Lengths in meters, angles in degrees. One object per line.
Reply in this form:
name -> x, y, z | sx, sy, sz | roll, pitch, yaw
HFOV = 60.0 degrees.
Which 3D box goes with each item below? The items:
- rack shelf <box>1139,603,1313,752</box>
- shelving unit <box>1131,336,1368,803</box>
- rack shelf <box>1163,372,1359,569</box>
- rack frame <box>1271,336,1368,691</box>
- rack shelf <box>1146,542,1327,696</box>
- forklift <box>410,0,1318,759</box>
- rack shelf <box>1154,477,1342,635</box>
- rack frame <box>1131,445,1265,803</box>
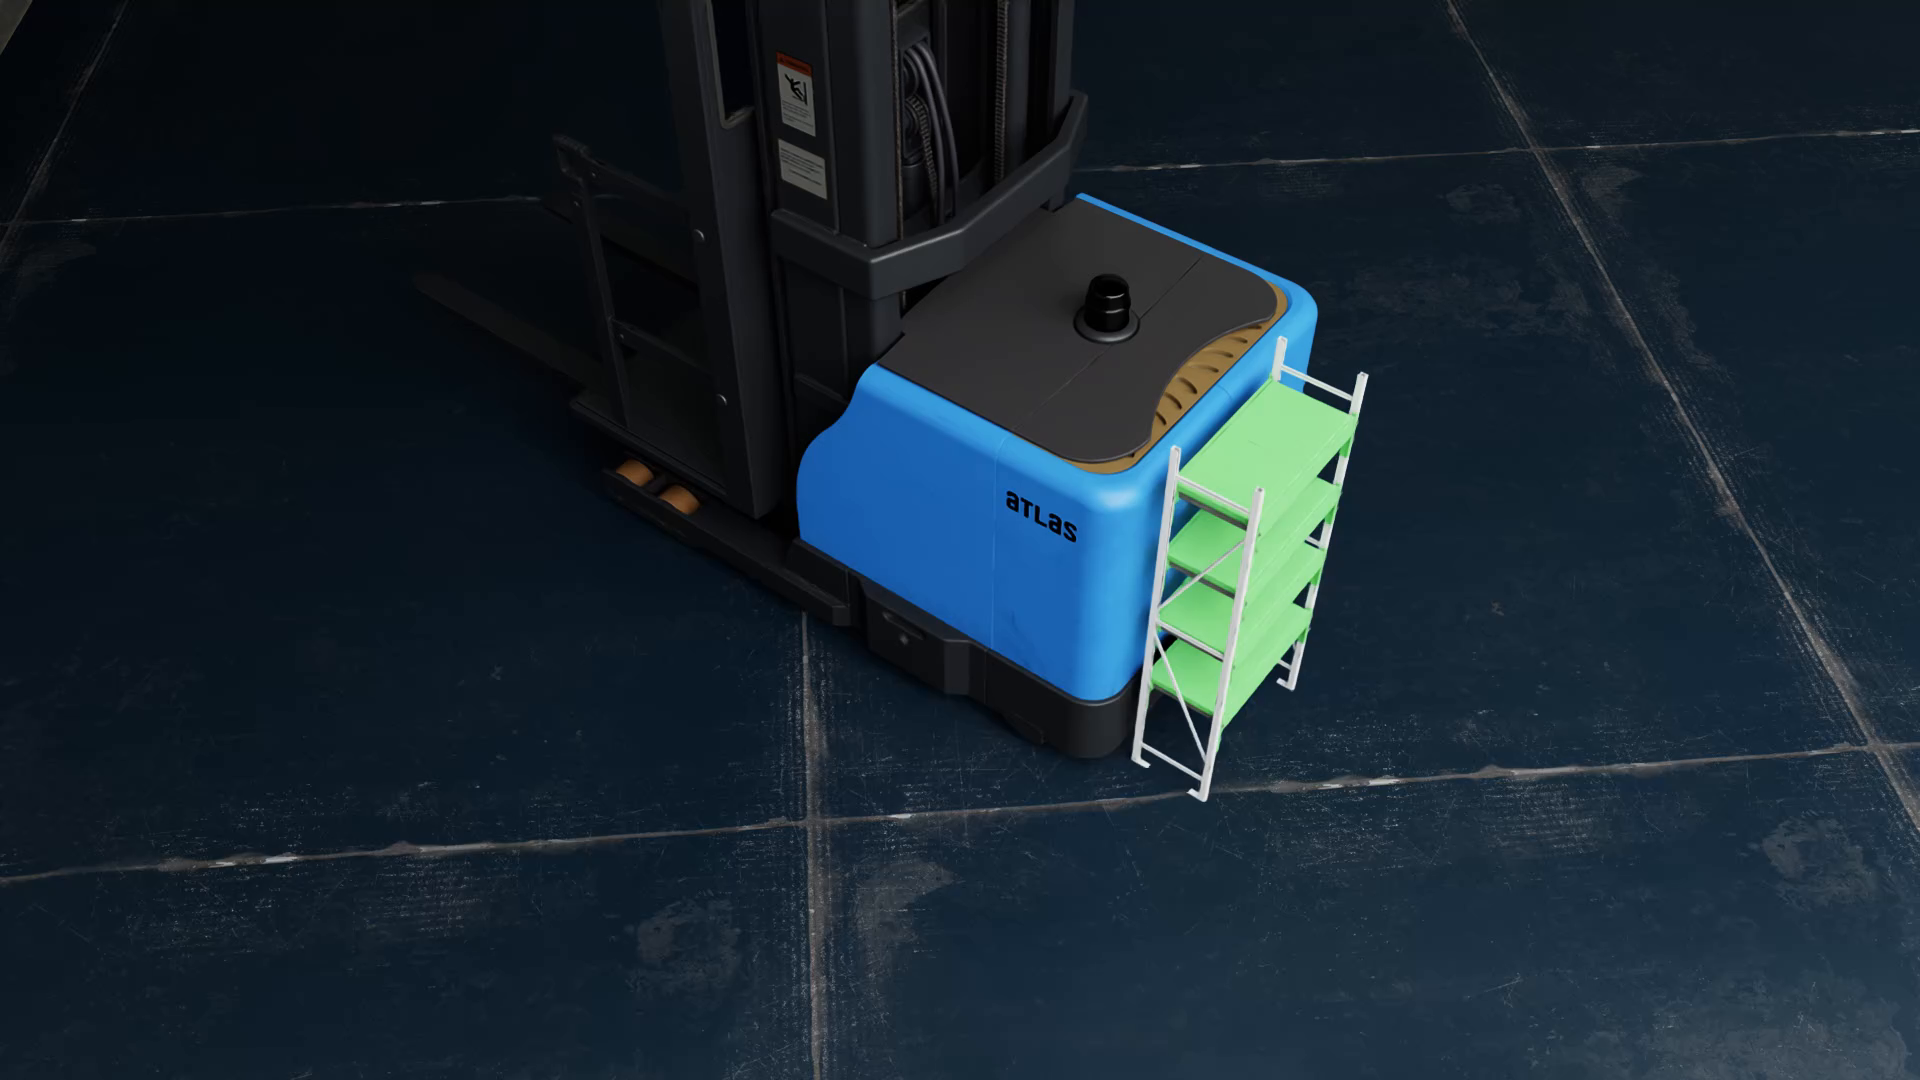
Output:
rack shelf -> 0.728, 0.320, 4.539 | 0.258, 0.148, 0.480 | 29, 53, 25
shelving unit -> 0.728, 0.111, 4.318 | 0.258, 1.200, 0.503 | 29, 53, 25
rack shelf -> 0.728, -0.175, 4.016 | 0.258, 0.148, 0.480 | 29, 53, 25
rack frame -> 0.875, -0.030, 4.452 | 0.240, 1.200, 0.015 | 29, 53, 25
rack shelf -> 0.728, 0.155, 4.365 | 0.258, 0.148, 0.480 | 29, 53, 25
forklift -> -0.516, -1.292, 4.455 | 3.031, 2.935, 1.130 | 29, 53, 25
rack shelf -> 0.728, -0.010, 4.190 | 0.258, 0.148, 0.480 | 29, 53, 25
rack frame -> 0.580, 0.252, 4.185 | 0.240, 1.200, 0.015 | 29, 53, 25
